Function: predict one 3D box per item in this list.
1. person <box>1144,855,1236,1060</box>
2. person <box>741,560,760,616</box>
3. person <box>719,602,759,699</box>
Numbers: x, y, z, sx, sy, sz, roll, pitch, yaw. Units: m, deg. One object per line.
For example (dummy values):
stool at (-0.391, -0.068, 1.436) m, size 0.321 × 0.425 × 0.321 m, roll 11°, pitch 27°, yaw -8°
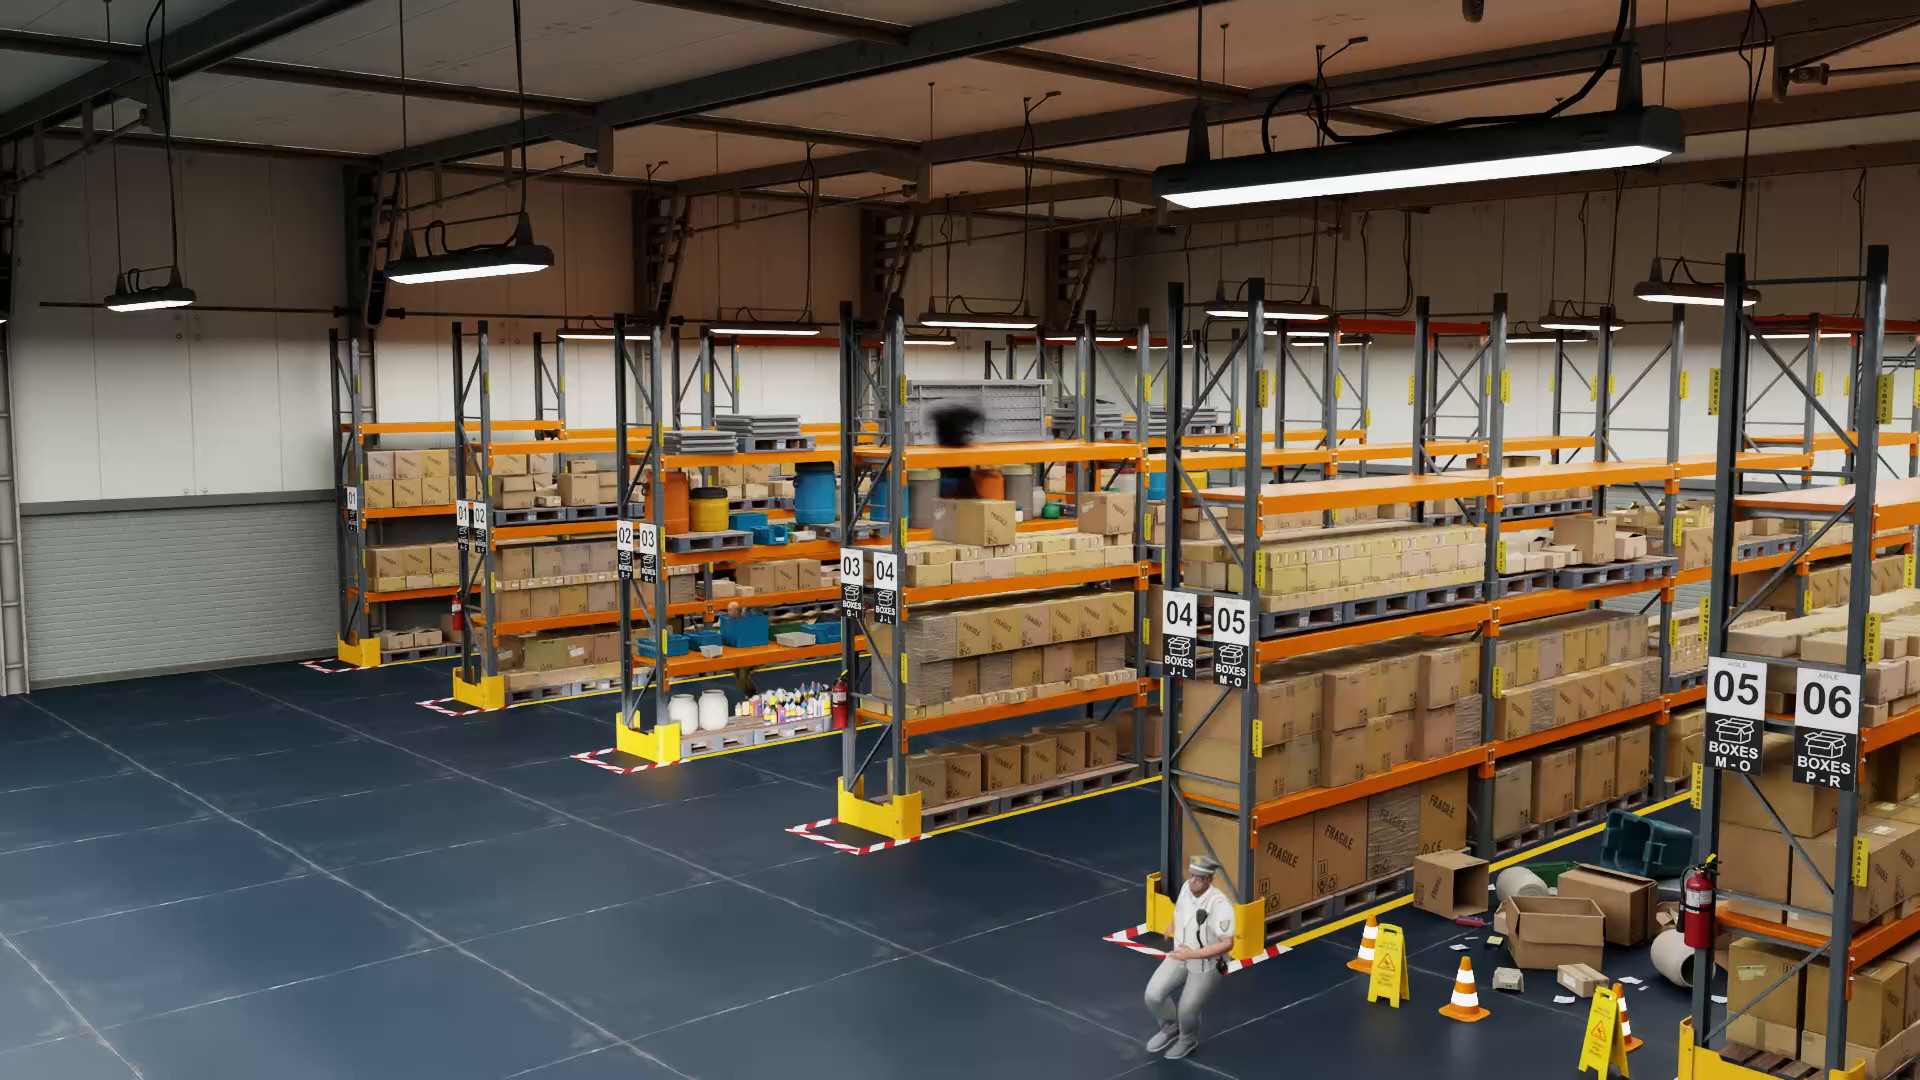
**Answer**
person at (1.695, 3.121, 12.364) m, size 0.841 × 1.665 × 0.701 m, roll 5°, pitch 8°, yaw 41°
person at (-4.016, 1.180, 32.102) m, size 0.544 × 1.584 × 0.888 m, roll 5°, pitch 7°, yaw 41°
person at (-3.402, 1.777, 25.800) m, size 0.716 × 1.670 × 0.924 m, roll 3°, pitch 6°, yaw 29°
